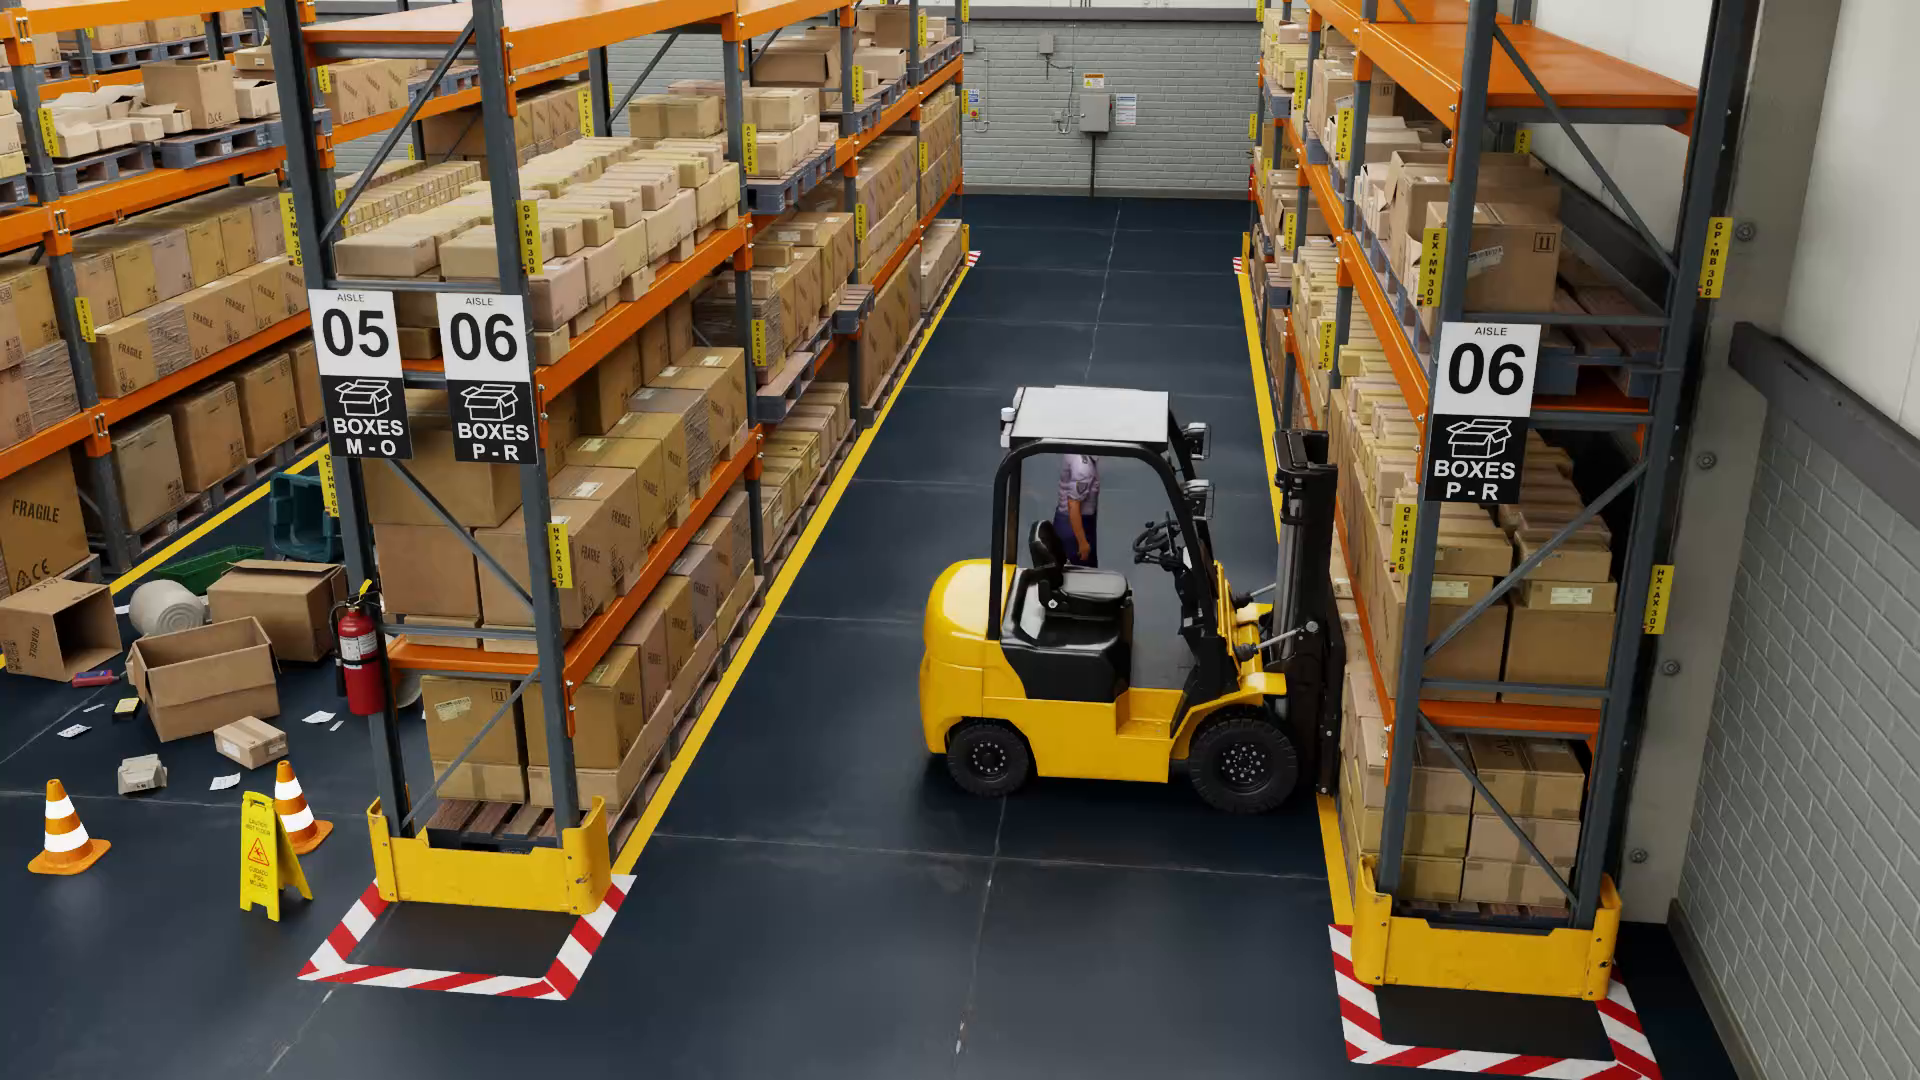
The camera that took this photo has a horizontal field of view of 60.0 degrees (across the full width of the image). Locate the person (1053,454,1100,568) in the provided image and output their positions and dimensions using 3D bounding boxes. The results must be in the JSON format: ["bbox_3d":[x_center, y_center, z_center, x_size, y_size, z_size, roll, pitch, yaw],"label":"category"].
[{"bbox_3d":[0.807,-0.038,11.215,0.373,1.636,0.547,2,21,4],"label":"person"}]
